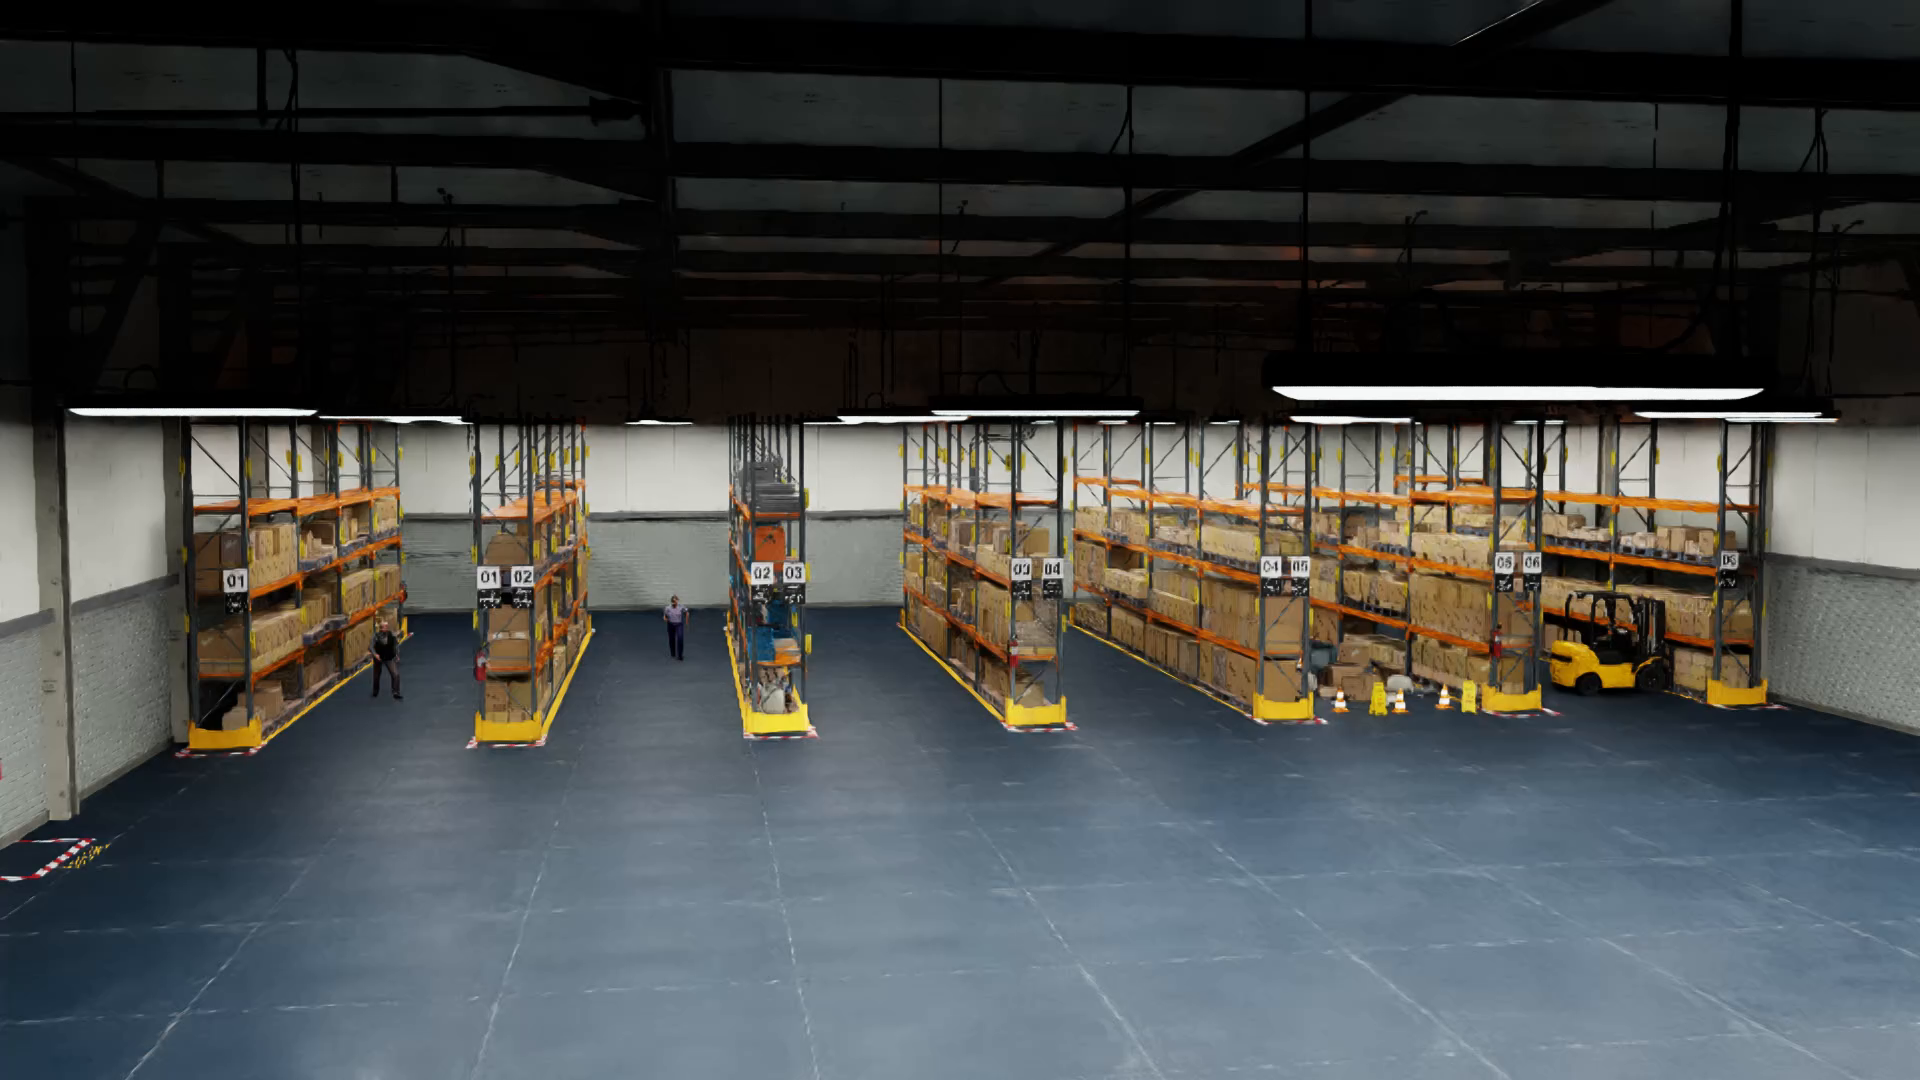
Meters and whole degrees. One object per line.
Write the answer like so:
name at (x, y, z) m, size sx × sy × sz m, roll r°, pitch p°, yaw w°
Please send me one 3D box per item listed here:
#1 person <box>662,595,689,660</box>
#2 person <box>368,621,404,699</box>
person at (-7.046, 2.136, 41.180) m, size 0.628 × 1.583 × 0.828 m, roll 0°, pitch 4°, yaw -4°
person at (-12.118, 2.507, 35.013) m, size 0.682 × 1.661 × 0.844 m, roll -2°, pitch 4°, yaw -26°
